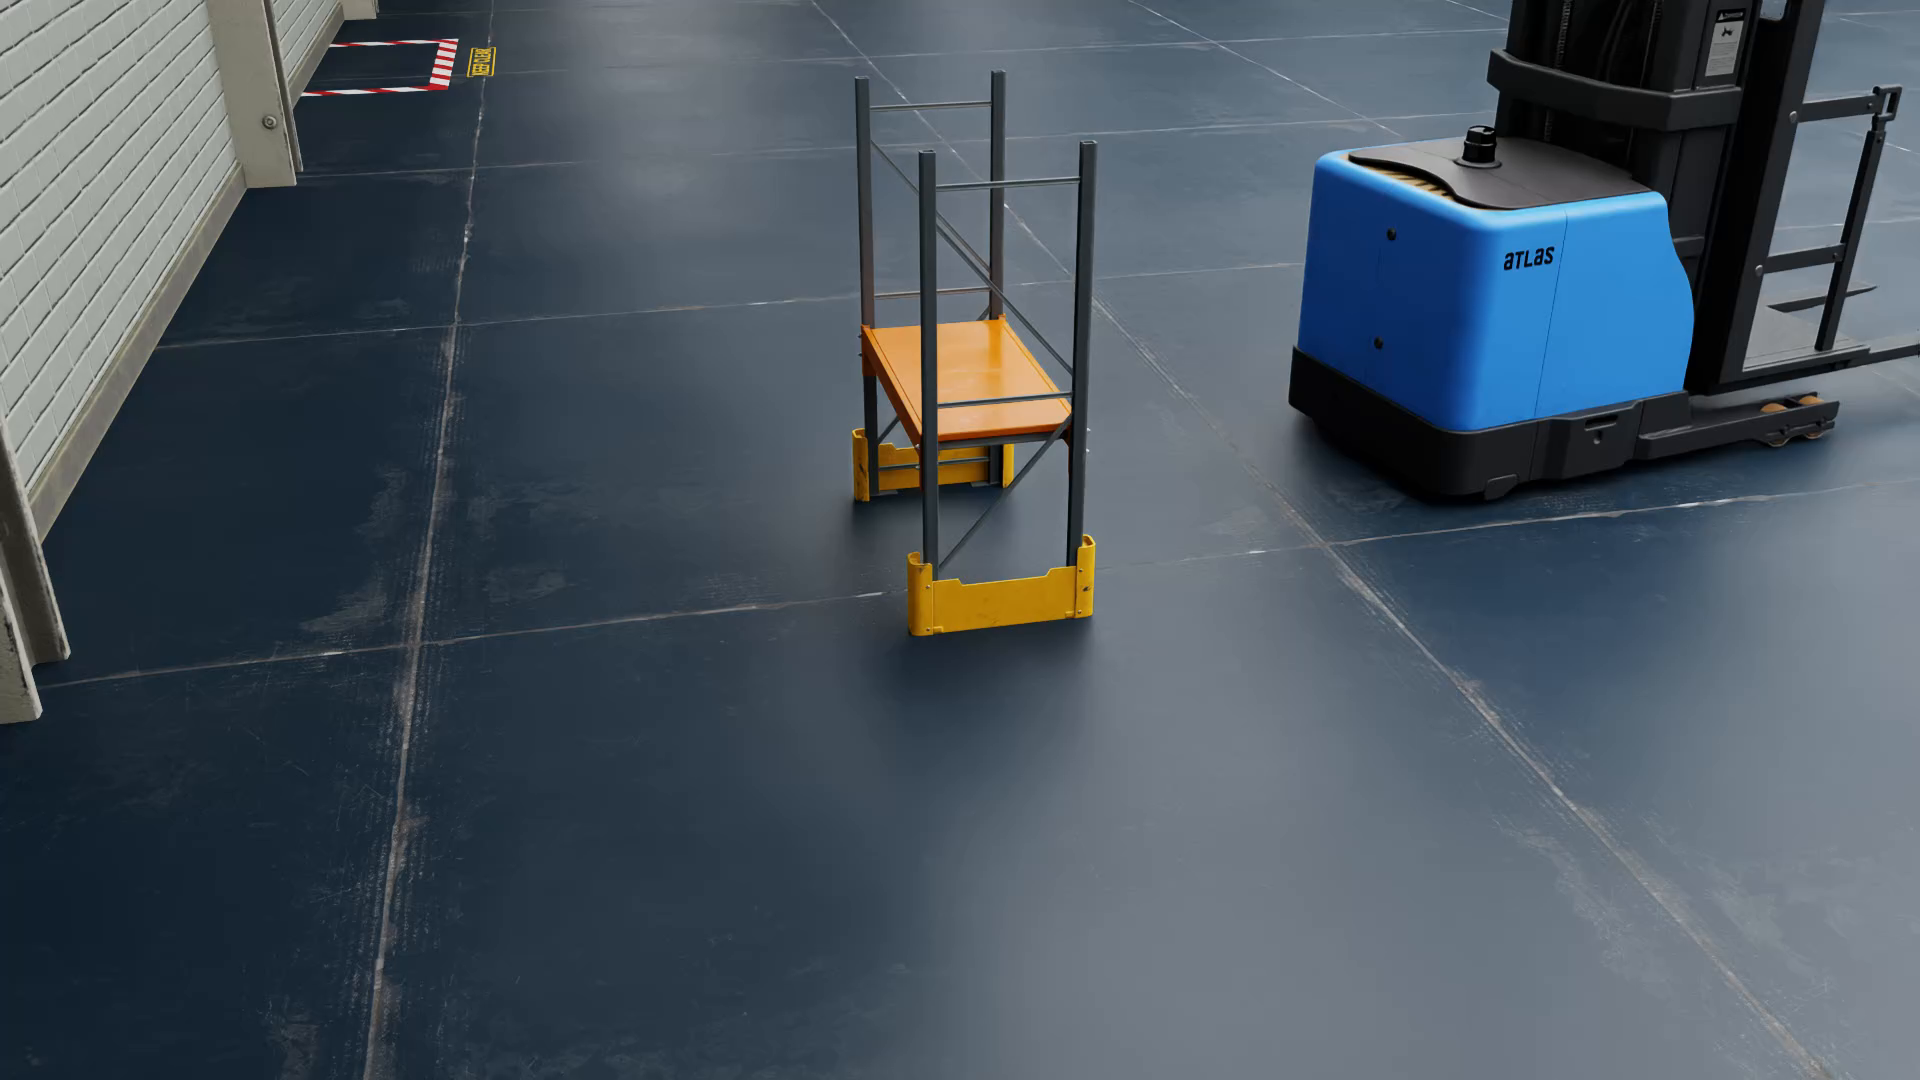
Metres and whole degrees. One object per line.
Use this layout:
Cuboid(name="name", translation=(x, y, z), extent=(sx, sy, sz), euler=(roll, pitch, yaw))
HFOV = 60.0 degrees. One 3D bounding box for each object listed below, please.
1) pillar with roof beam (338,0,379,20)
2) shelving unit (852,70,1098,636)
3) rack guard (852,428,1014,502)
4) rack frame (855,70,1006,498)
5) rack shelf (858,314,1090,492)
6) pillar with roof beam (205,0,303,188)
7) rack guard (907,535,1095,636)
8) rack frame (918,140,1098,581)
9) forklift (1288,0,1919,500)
Cuboid(name="pillar with roof beam", translation=(-1.332, -9.282, 14.154), extent=(9.100, 9.000, 0.400), euler=(-6, 27, -12))
Cuboid(name="shelving unit", translation=(0.017, -0.636, 5.346), extent=(0.587, 1.500, 1.083), euler=(-6, 27, -12))
Cuboid(name="rack guard", translation=(-0.095, -0.297, 6.061), extent=(0.587, 0.250, 0.087), euler=(-6, 27, -12))
Cuboid(name="rack frame", translation=(-0.095, -0.855, 5.780), extent=(0.500, 1.500, 0.032), euler=(-6, 27, -12))
Cuboid(name="rack shelf", translation=(0.019, -0.472, 5.419), extent=(0.538, 0.185, 1.000), euler=(-6, 27, -12))
Cuboid(name="pillar with roof beam", translation=(0.020, -6.648, 8.935), extent=(9.100, 9.000, 0.400), euler=(-6, 27, -12))
Cuboid(name="rack guard", translation=(0.129, 0.140, 5.194), extent=(0.587, 0.250, 0.087), euler=(-6, 27, -12))
Cuboid(name="rack frame", translation=(0.134, -0.409, 4.896), extent=(0.500, 1.500, 0.032), euler=(-6, 27, -12))
Cuboid(name="forklift", translation=(2.884, -1.876, 6.214), extent=(3.031, 2.935, 1.130), euler=(-11, 29, -21))
